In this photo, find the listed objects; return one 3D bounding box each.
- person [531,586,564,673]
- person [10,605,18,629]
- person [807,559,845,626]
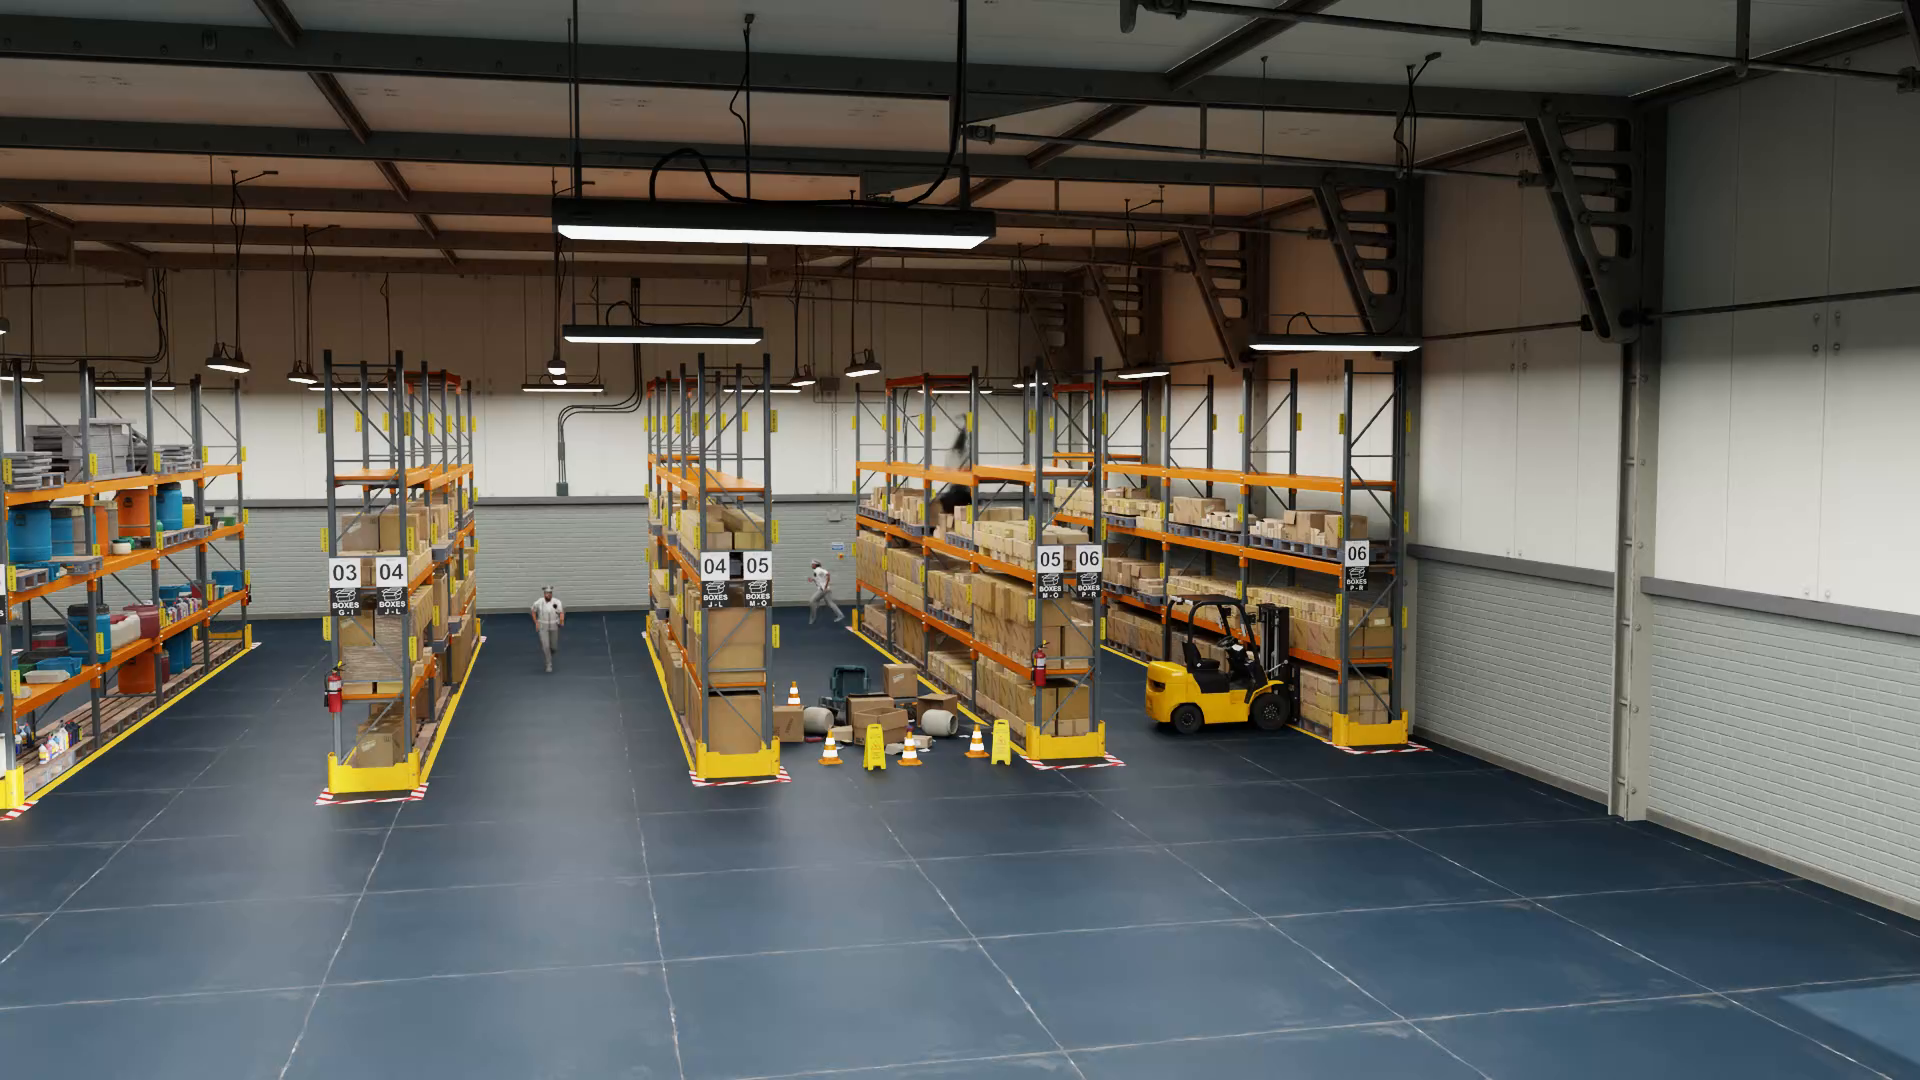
[{"bbox_3d":[-8.403,1.785,33.892,0.648,1.757,0.847,-2,4,-22],"label":"person"},{"bbox_3d":[-21.777,1.484,37.802,0.901,1.709,0.637,2,4,23],"label":"person"},{"bbox_3d":[-3.346,1.302,41.488,0.933,1.698,0.575,0,4,0],"label":"person"}]
